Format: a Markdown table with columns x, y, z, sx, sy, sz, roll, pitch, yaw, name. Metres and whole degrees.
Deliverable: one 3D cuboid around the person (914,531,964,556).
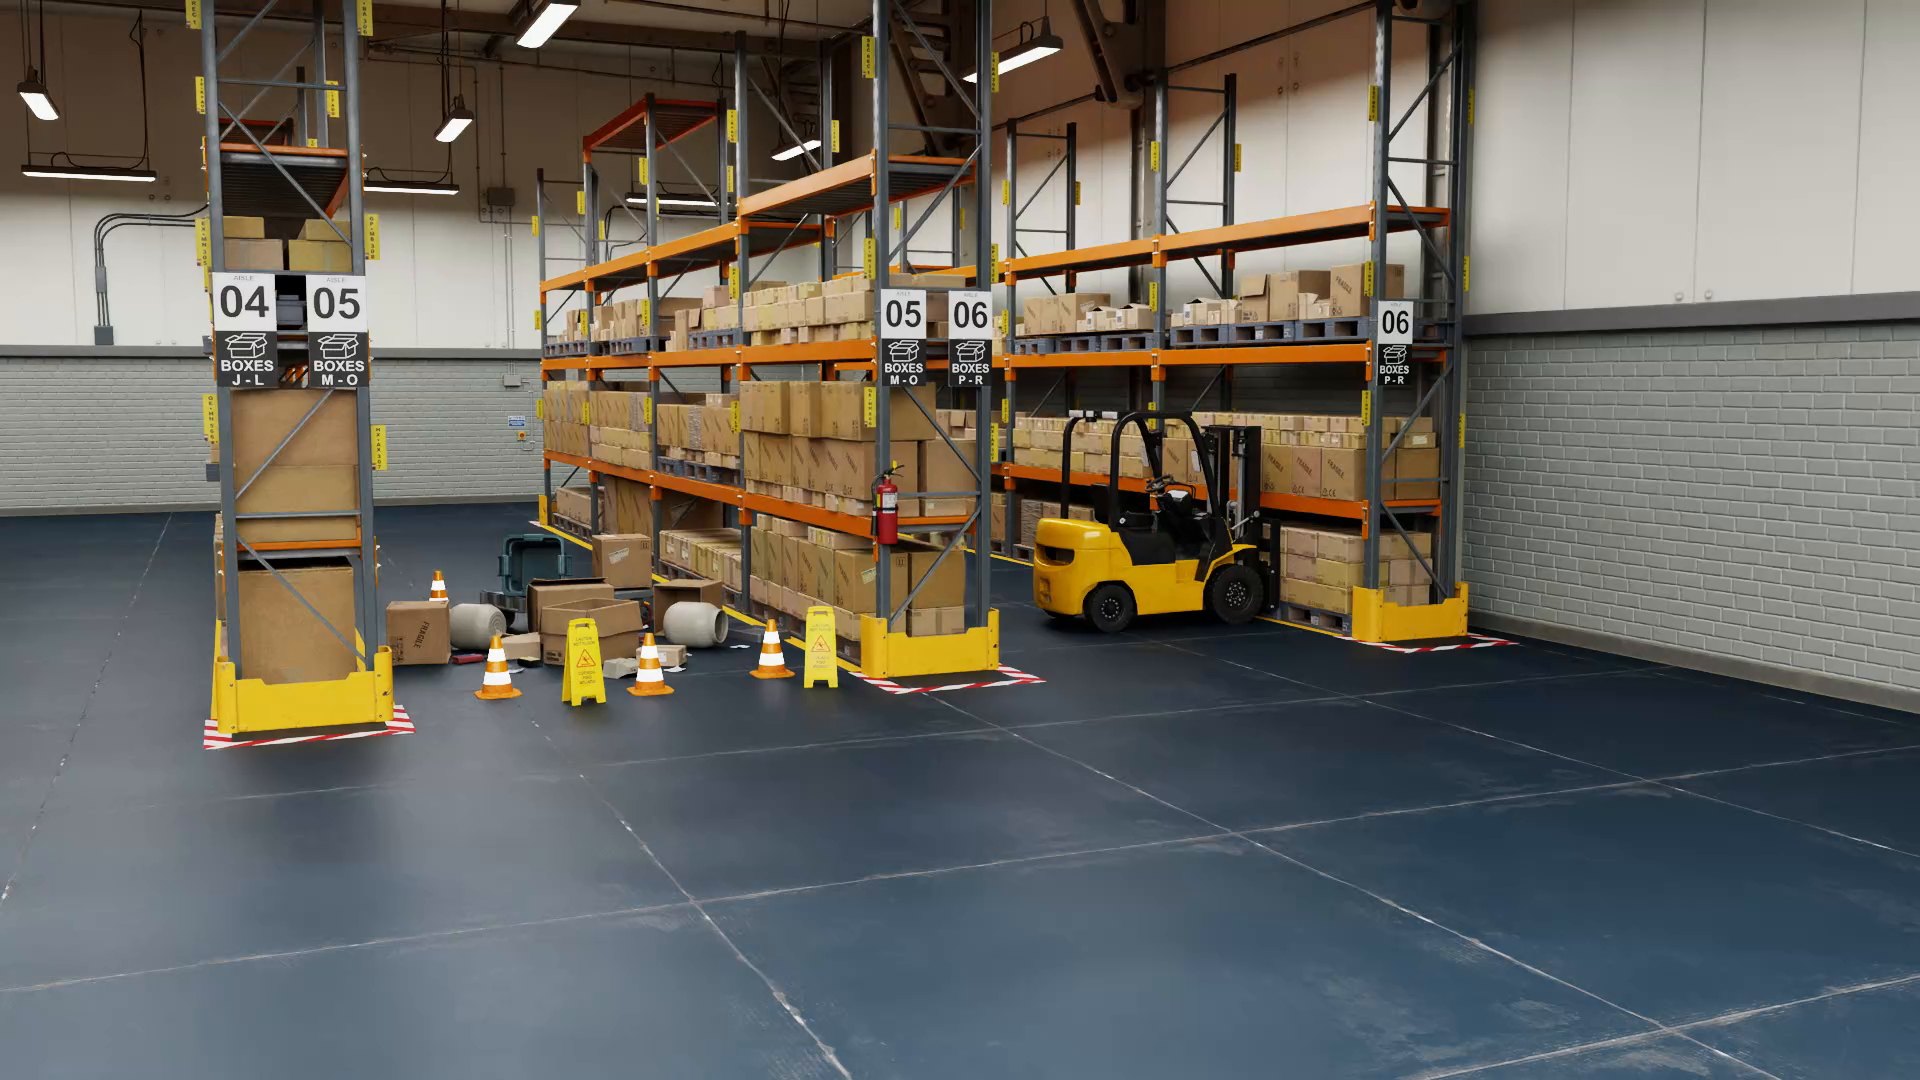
| x | y | z | sx | sy | sz | roll | pitch | yaw | name |
| --- | --- | --- | --- | --- | --- | --- | --- | --- | --- |
| -0.198 | 0.200 | 17.795 | 0.450 | 1.121 | 0.858 | -3 | 6 | -26 | person |
